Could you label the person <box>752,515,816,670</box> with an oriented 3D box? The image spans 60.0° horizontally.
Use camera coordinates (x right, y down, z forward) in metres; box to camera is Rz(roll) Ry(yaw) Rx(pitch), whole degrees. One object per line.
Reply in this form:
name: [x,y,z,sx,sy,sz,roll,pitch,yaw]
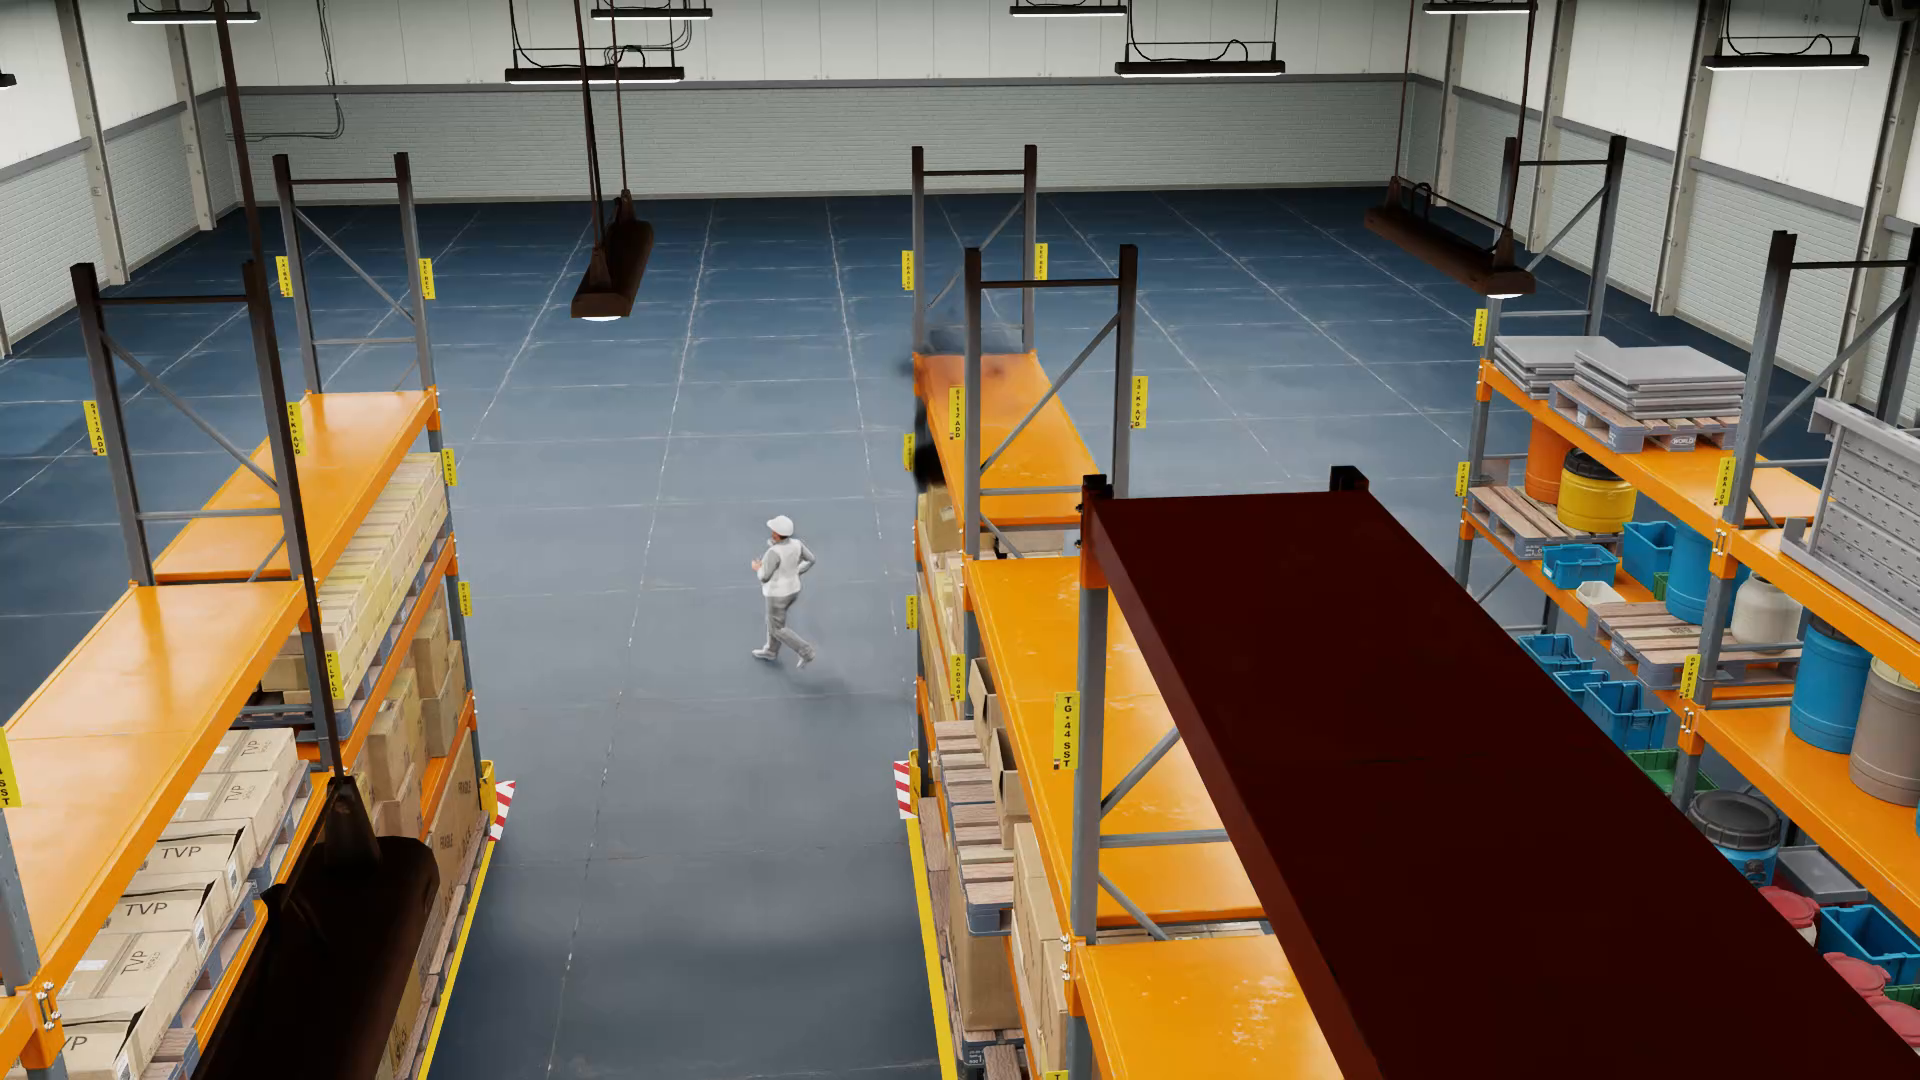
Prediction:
person: [-1.904,0.554,17.826,0.931,1.750,0.665,12,25,28]
